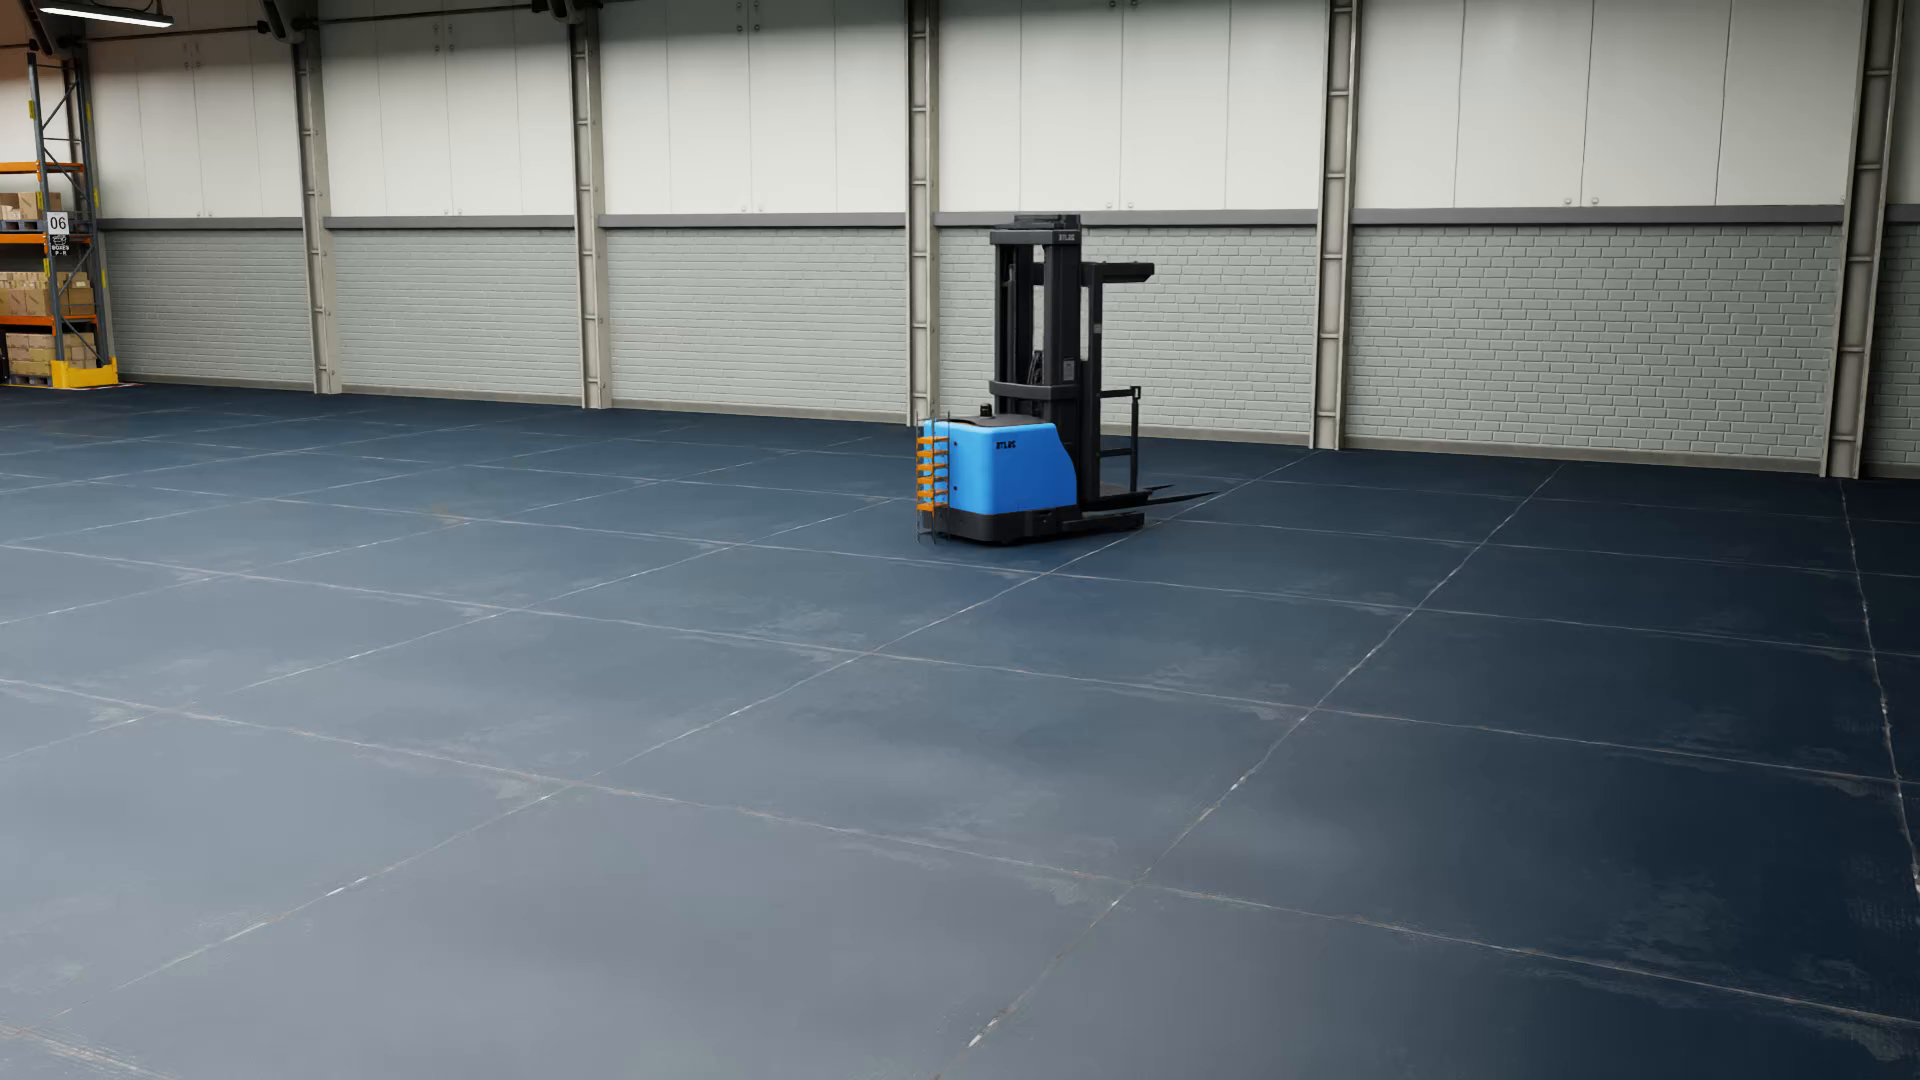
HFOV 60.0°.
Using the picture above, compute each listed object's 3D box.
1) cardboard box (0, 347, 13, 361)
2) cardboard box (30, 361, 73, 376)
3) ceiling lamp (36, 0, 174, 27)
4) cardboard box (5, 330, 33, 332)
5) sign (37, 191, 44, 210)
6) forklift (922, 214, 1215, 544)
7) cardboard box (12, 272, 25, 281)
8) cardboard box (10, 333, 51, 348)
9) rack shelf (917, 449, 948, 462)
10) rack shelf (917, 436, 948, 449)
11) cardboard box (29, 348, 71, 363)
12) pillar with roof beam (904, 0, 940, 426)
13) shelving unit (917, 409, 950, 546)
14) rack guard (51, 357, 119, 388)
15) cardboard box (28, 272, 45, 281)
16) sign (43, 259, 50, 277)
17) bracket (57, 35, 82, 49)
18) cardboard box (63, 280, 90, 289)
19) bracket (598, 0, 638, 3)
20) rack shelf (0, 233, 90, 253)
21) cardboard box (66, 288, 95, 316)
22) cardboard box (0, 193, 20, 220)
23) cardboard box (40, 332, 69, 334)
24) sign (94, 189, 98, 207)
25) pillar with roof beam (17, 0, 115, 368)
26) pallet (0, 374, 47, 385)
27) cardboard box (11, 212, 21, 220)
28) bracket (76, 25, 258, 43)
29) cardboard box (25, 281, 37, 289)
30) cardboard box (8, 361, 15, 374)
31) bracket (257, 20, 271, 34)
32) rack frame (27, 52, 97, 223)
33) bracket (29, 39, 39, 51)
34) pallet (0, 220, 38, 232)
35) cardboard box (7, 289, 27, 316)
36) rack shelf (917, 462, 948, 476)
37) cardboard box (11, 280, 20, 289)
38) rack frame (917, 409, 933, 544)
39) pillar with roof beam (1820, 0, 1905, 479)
[{"bbox_3d":[-17.951,-3.550,31.561,0.500,0.250,0.500,5,11,25],"label":"cardboard box"},{"bbox_3d":[-17.020,-3.224,31.161,0.500,0.250,0.500,5,11,26],"label":"cardboard box"},{"bbox_3d":[-12.082,-9.059,23.626,0.800,3.185,2.000,5,11,26],"label":"ceiling lamp"},{"bbox_3d":[-18.156,-3.919,32.193,0.500,0.250,0.500,5,11,25],"label":"cardboard box"},{"bbox_3d":[-16.711,-6.171,30.216,0.005,0.325,0.100,5,11,26],"label":"sign"},{"bbox_3d":[1.136,-1.587,15.770,3.031,2.935,1.130,-8,13,-36],"label":"forklift"},{"bbox_3d":[-17.545,-4.955,31.249,0.250,0.149,0.380,5,11,26],"label":"cardboard box"},{"bbox_3d":[-17.470,-3.755,31.289,0.500,0.250,0.500,5,12,27],"label":"cardboard box"},{"bbox_3d":[-0.240,-0.755,14.934,0.180,0.103,0.258,8,13,36],"label":"rack shelf"},{"bbox_3d":[-0.240,-0.873,14.912,0.180,0.103,0.258,8,13,36],"label":"rack shelf"},{"bbox_3d":[-17.034,-3.472,31.127,0.500,0.250,0.500,5,11,25],"label":"cardboard box"},{"bbox_3d":[-2.447,-5.428,19.956,0.548,9.000,9.100,5,11,26],"label":"pillar with roof beam"},{"bbox_3d":[-0.240,-0.562,14.968,0.189,1.200,0.258,8,13,36],"label":"shelving unit"},{"bbox_3d":[-16.437,-3.152,31.240,0.348,0.500,1.175,5,11,26],"label":"rack guard"},{"bbox_3d":[-17.108,-4.907,30.985,0.250,0.149,0.380,5,11,26],"label":"cardboard box"},{"bbox_3d":[-16.711,-4.984,30.431,0.005,0.325,0.100,5,11,26],"label":"sign"},{"bbox_3d":[-16.469,-9.216,30.778,0.430,0.232,0.235,5,11,26],"label":"bracket"},{"bbox_3d":[-16.648,-4.820,31.338,0.250,0.149,0.380,5,11,24],"label":"cardboard box"},{"bbox_3d":[-3.382,-8.066,24.424,4.783,0.066,0.076,5,11,26],"label":"bracket"},{"bbox_3d":[-18.252,-5.663,31.696,4.000,0.370,1.077,5,11,26],"label":"rack shelf"},{"bbox_3d":[-16.780,-4.516,31.480,0.500,0.500,0.500,5,12,28],"label":"cardboard box"},{"bbox_3d":[-17.838,-6.257,31.217,0.500,0.500,0.700,5,11,26],"label":"cardboard box"},{"bbox_3d":[-17.256,-3.836,31.737,0.500,0.250,0.500,5,11,26],"label":"cardboard box"},{"bbox_3d":[-16.208,-6.417,31.163,0.005,0.325,0.100,5,11,26],"label":"sign"},{"bbox_3d":[-18.589,-6.847,27.793,0.548,9.000,9.100,5,11,26],"label":"pillar with roof beam"},{"bbox_3d":[-18.253,-3.161,32.105,1.213,0.211,1.003,5,11,26],"label":"pallet"},{"bbox_3d":[-17.336,-6.009,30.830,0.250,0.149,0.380,5,11,24],"label":"cardboard box"},{"bbox_3d":[-14.143,-9.012,29.648,4.783,0.066,0.076,5,11,26],"label":"bracket"},{"bbox_3d":[-17.136,-4.750,30.950,0.250,0.149,0.380,5,12,27],"label":"cardboard box"},{"bbox_3d":[-17.906,-3.305,31.612,0.500,0.250,0.500,5,11,26],"label":"cardboard box"},{"bbox_3d":[-11.833,-8.809,28.527,0.430,0.232,0.235,5,11,26],"label":"bracket"},{"bbox_3d":[-16.459,-7.336,30.494,0.127,3.000,1.000,5,11,26],"label":"rack frame"},{"bbox_3d":[-17.214,-9.282,31.139,0.430,0.232,0.235,5,11,26],"label":"bracket"},{"bbox_3d":[-18.179,-5.972,31.629,1.213,0.211,1.003,5,11,26],"label":"pallet"},{"bbox_3d":[-17.477,-4.472,31.236,0.500,0.500,0.500,5,12,28],"label":"cardboard box"},{"bbox_3d":[-0.240,-0.637,14.955,0.180,0.103,0.258,8,13,36],"label":"rack shelf"},{"bbox_3d":[-17.559,-4.801,31.235,0.250,0.149,0.380,5,11,25],"label":"cardboard box"},{"bbox_3d":[-0.313,-0.572,15.022,0.006,1.200,0.240,8,13,36],"label":"rack frame"},{"bbox_3d":[8.314,-4.483,14.731,0.400,9.000,9.100,5,11,26],"label":"pillar with roof beam"}]
